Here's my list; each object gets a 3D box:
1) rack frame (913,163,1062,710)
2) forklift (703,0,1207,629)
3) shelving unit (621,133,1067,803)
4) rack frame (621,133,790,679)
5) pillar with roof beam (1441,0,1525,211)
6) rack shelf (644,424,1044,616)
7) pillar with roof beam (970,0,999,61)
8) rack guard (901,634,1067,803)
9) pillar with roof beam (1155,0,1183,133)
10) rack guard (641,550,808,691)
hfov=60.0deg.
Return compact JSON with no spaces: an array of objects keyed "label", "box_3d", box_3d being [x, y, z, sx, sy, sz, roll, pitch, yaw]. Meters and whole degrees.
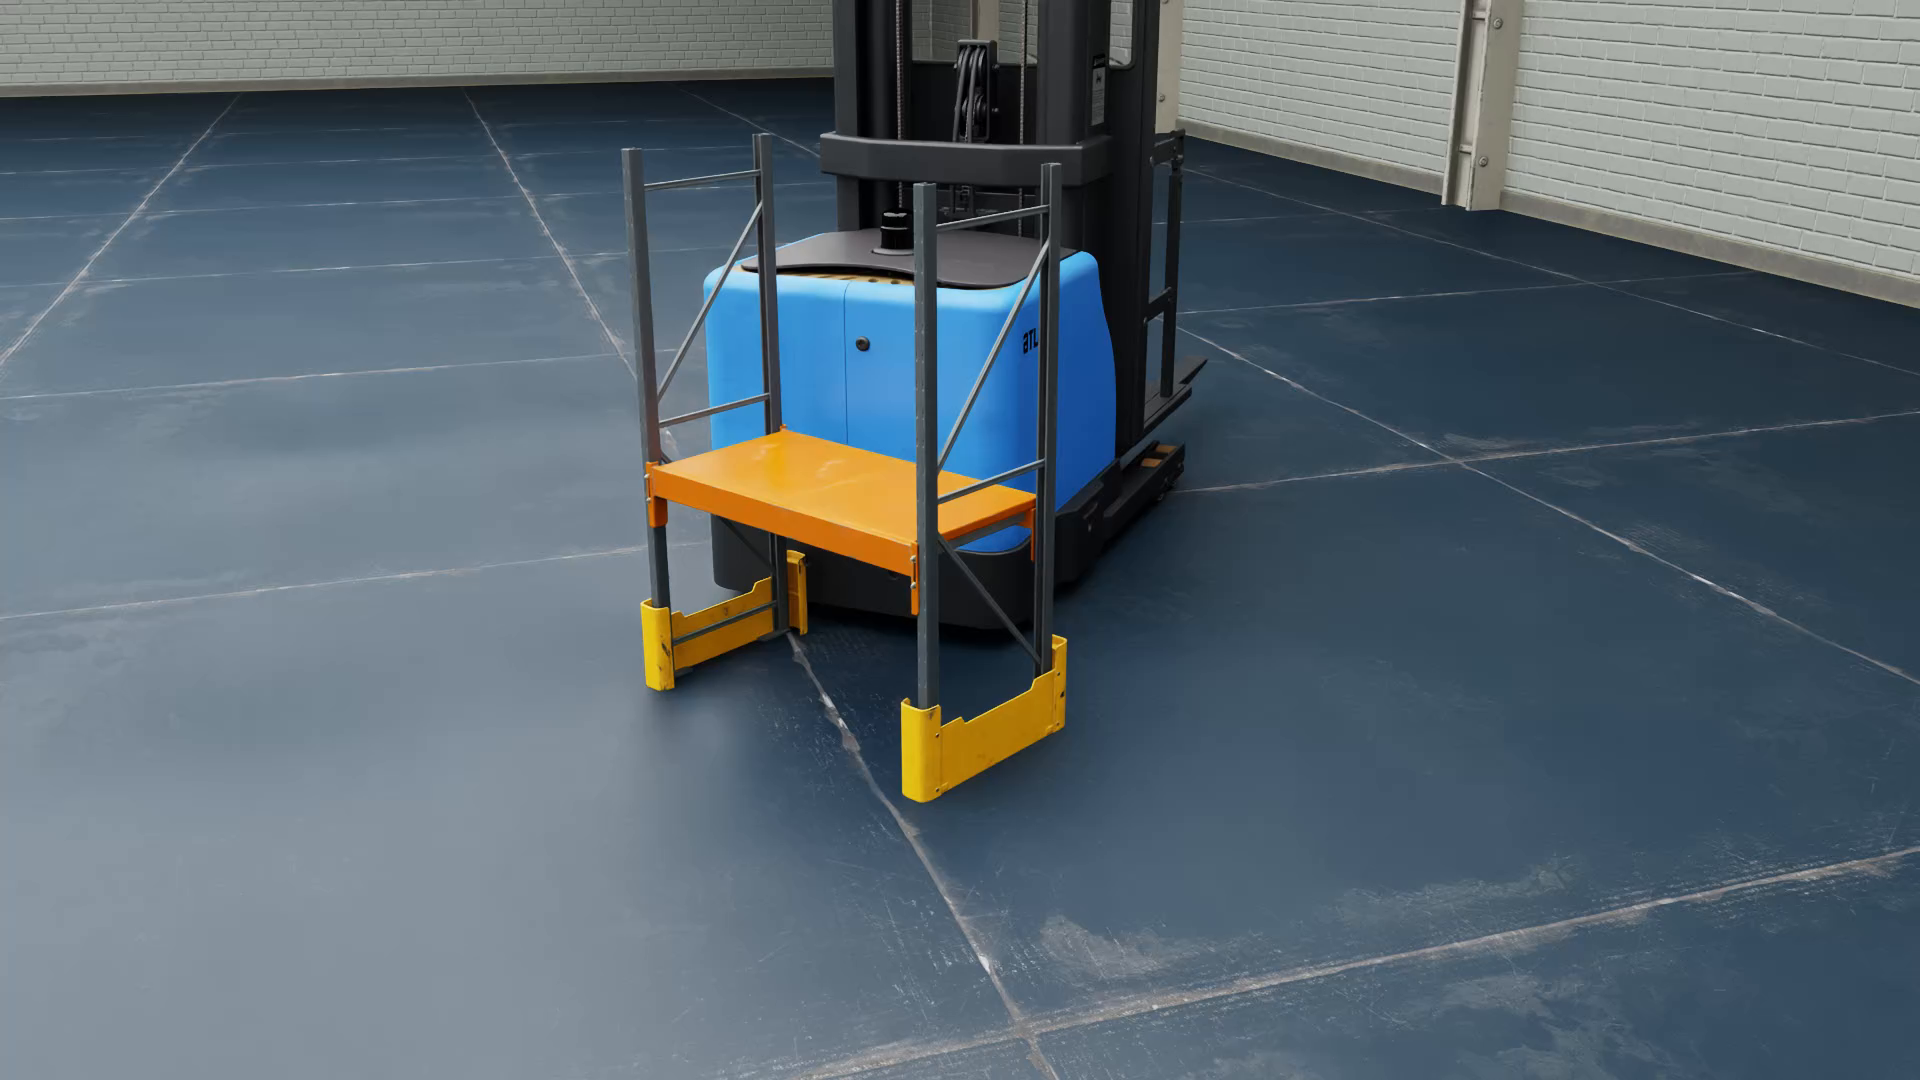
[{"label":"rack frame","box_3d":[0.071,-0.138,4.081,0.032,1.500,0.500,16,25,38]},{"label":"forklift","box_3d":[0.237,-1.574,5.963,1.130,2.935,3.031,8,21,21]},{"label":"shelving unit","box_3d":[-0.307,-0.248,4.388,1.083,1.500,0.587,16,25,38]},{"label":"rack frame","box_3d":[-0.699,-0.362,4.706,0.032,1.500,0.500,16,25,38]},{"label":"pillar with roof beam","box_3d":[0.036,-6.468,10.611,9.100,9.000,0.400,-6,21,-17]},{"label":"rack shelf","box_3d":[-0.314,-0.081,4.454,1.000,0.185,0.538,16,25,38]},{"label":"pillar with roof beam","box_3d":[-3.735,-10.319,21.332,9.100,9.000,0.400,-6,21,-17]},{"label":"rack guard","box_3d":[0.070,0.450,4.293,0.087,0.250,0.587,16,25,38]},{"label":"pillar with roof beam","box_3d":[-1.850,-8.393,15.972,9.100,9.000,0.400,-6,21,-17]},{"label":"rack guard","box_3d":[-0.684,0.230,4.905,0.087,0.250,0.587,16,25,38]}]
